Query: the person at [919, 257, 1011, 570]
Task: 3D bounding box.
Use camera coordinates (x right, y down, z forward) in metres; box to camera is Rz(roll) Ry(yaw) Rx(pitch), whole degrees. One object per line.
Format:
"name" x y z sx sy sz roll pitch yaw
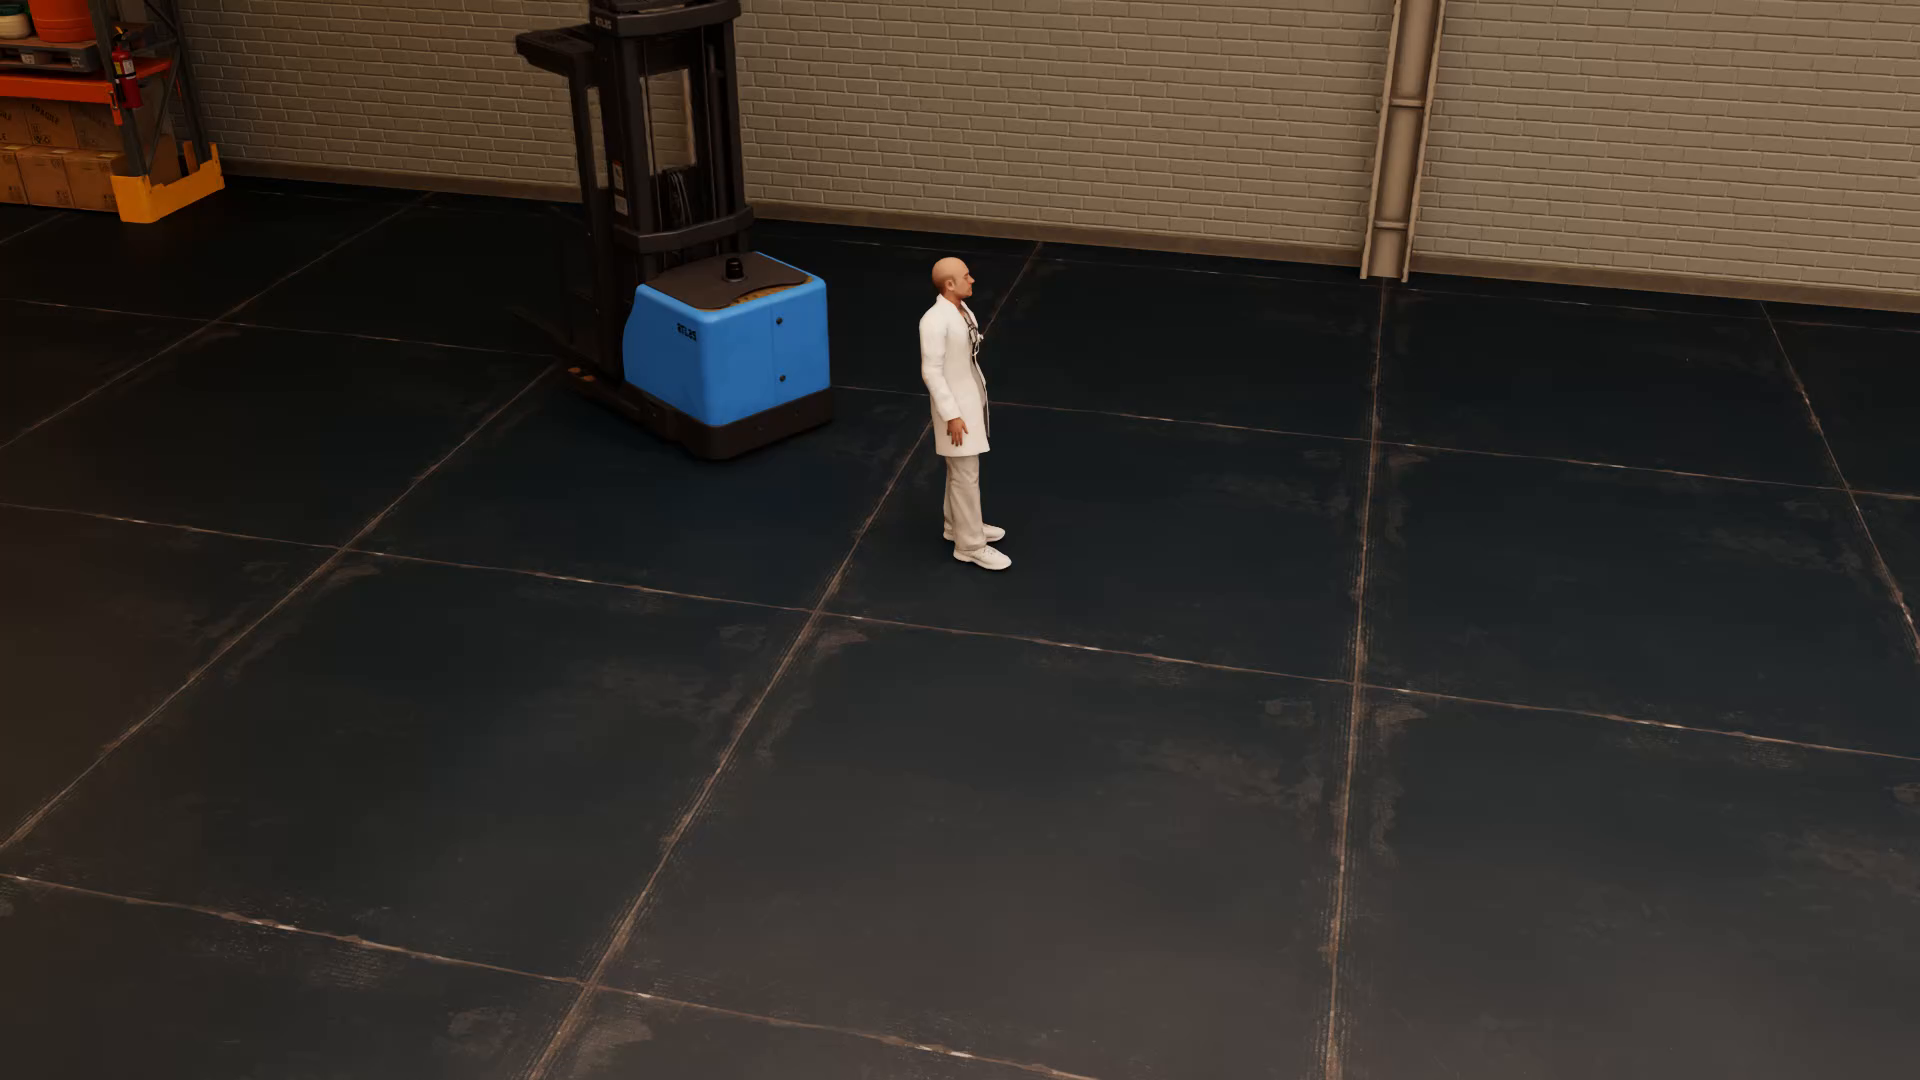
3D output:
"person" 0.086 -0.767 9.679 0.581 1.775 0.696 7 30 12

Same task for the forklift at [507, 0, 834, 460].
"forklift" -2.238 -2.441 11.479 1.130 2.935 3.031 -24 38 -36
